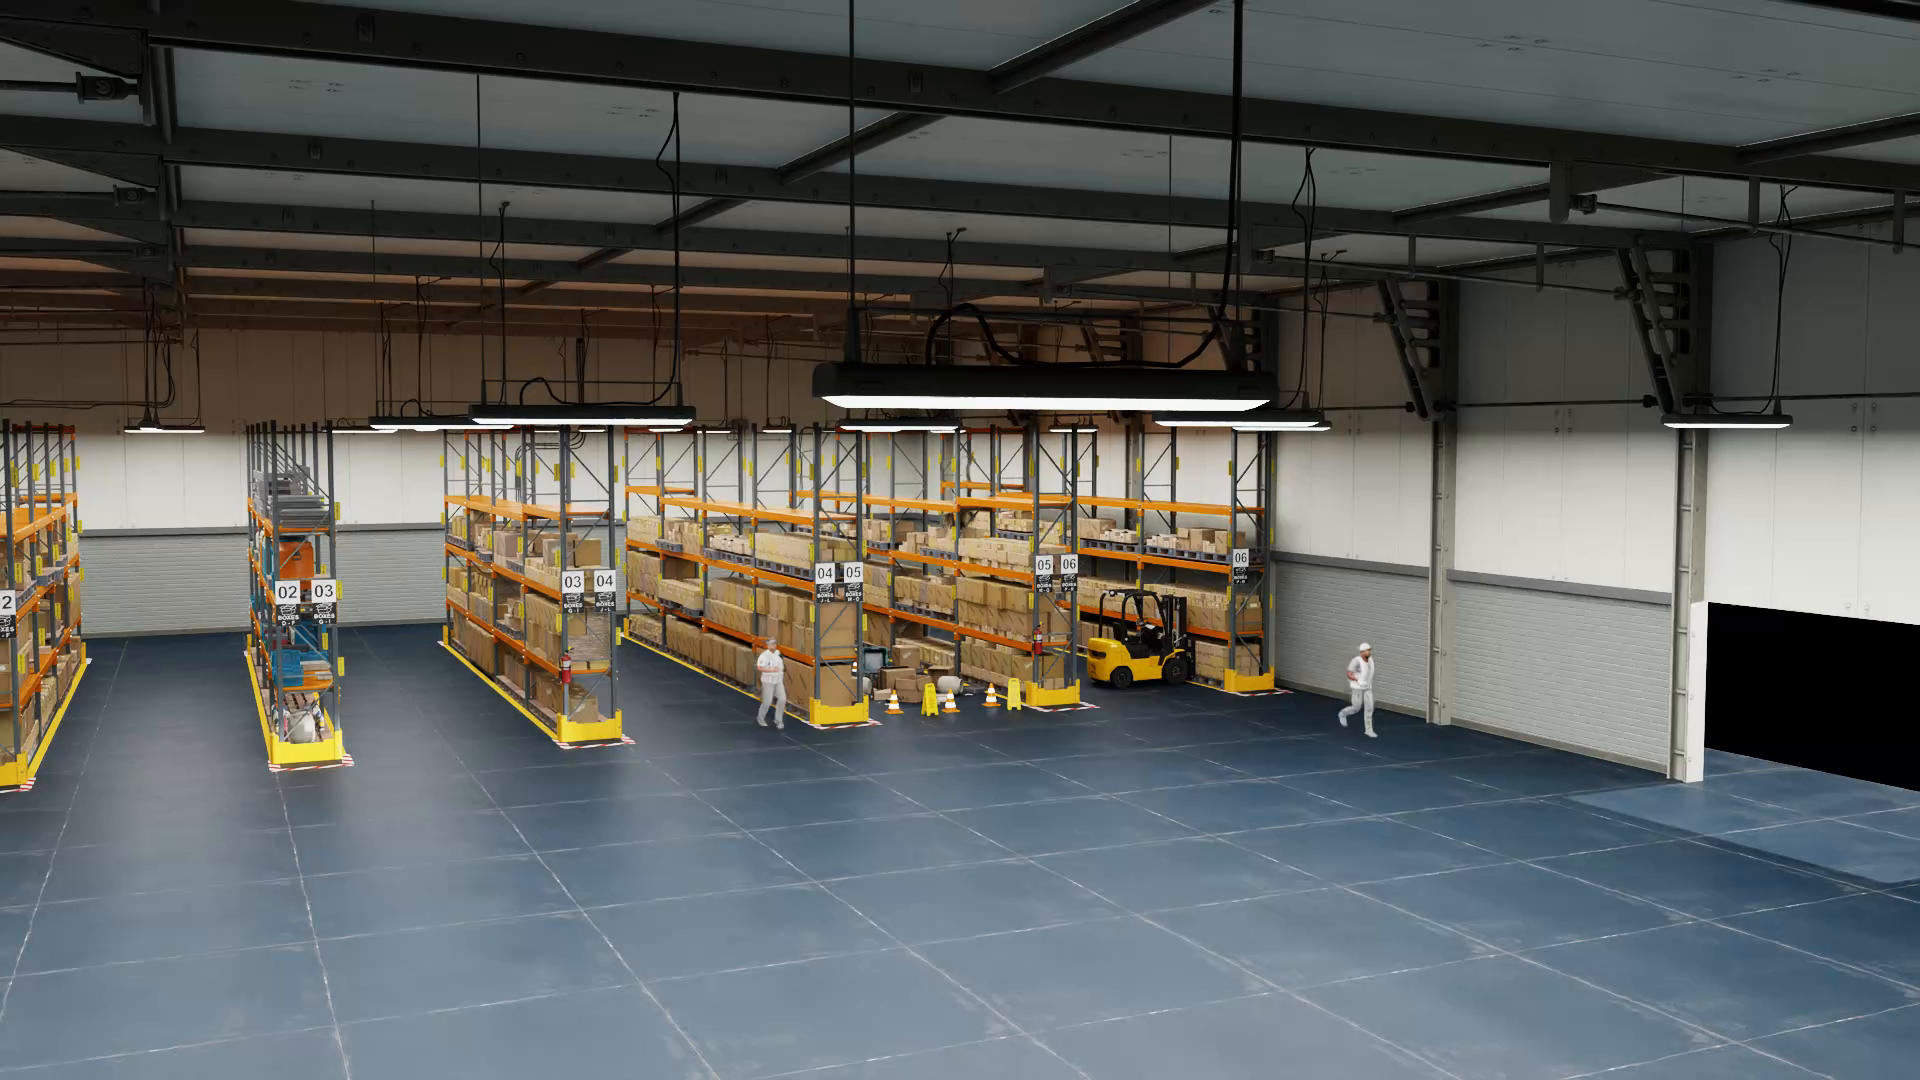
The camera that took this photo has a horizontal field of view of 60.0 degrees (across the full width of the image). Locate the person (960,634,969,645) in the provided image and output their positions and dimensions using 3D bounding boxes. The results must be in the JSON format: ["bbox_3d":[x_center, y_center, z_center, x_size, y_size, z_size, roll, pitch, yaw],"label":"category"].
[{"bbox_3d":[0.152,2.036,45.192,0.700,1.761,0.872,-2,4,-33],"label":"person"}]

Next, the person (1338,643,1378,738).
[{"bbox_3d":[7.669,2.849,31.871,0.706,1.770,0.994,-2,4,-35],"label":"person"}]

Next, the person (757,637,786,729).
[{"bbox_3d":[-3.717,2.816,32.630,0.687,1.865,0.732,-3,5,-44],"label":"person"}]
